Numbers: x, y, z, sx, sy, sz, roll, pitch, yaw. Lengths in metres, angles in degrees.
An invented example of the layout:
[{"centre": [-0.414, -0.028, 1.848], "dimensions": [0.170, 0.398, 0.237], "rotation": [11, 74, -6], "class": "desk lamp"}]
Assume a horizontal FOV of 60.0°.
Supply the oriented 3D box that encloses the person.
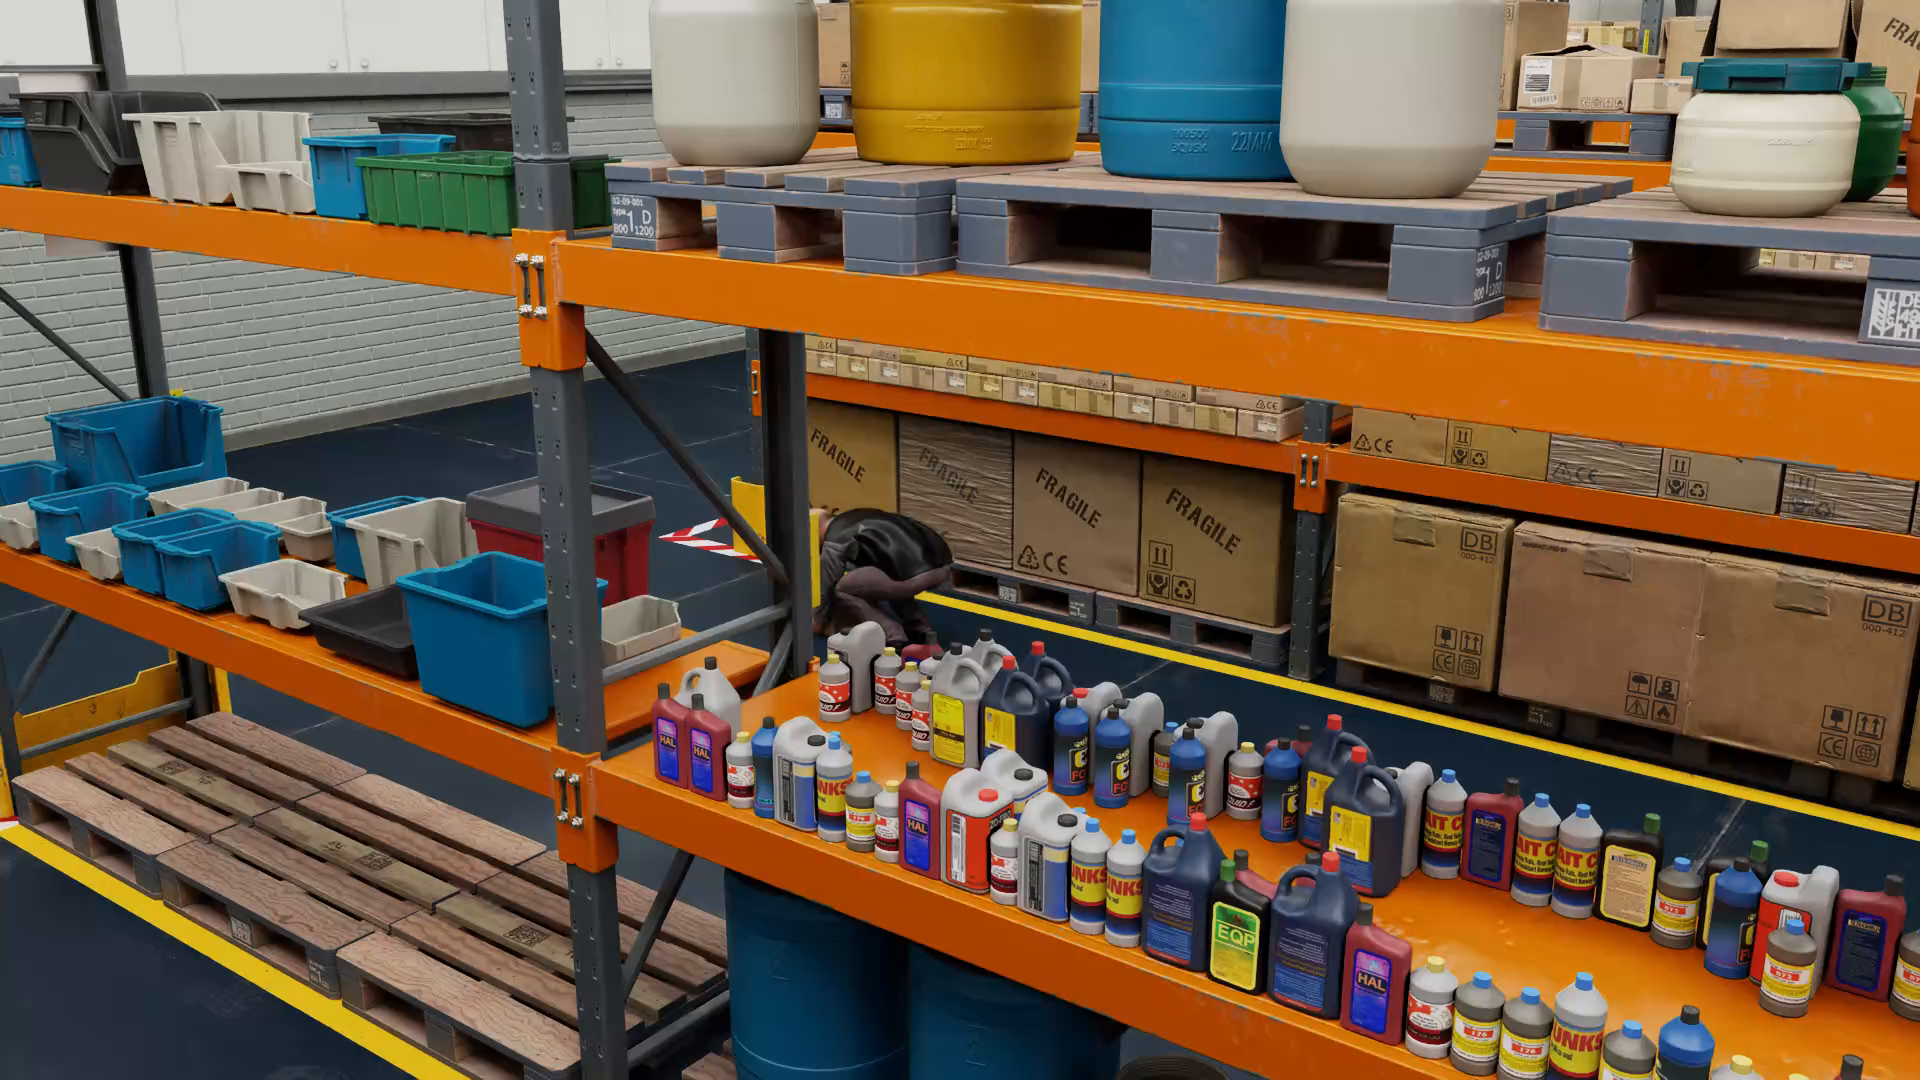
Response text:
[{"centre": [-0.500, 0.215, 9.582], "dimensions": [0.936, 0.789, 0.510], "rotation": [11, 20, 34], "class": "person"}]
